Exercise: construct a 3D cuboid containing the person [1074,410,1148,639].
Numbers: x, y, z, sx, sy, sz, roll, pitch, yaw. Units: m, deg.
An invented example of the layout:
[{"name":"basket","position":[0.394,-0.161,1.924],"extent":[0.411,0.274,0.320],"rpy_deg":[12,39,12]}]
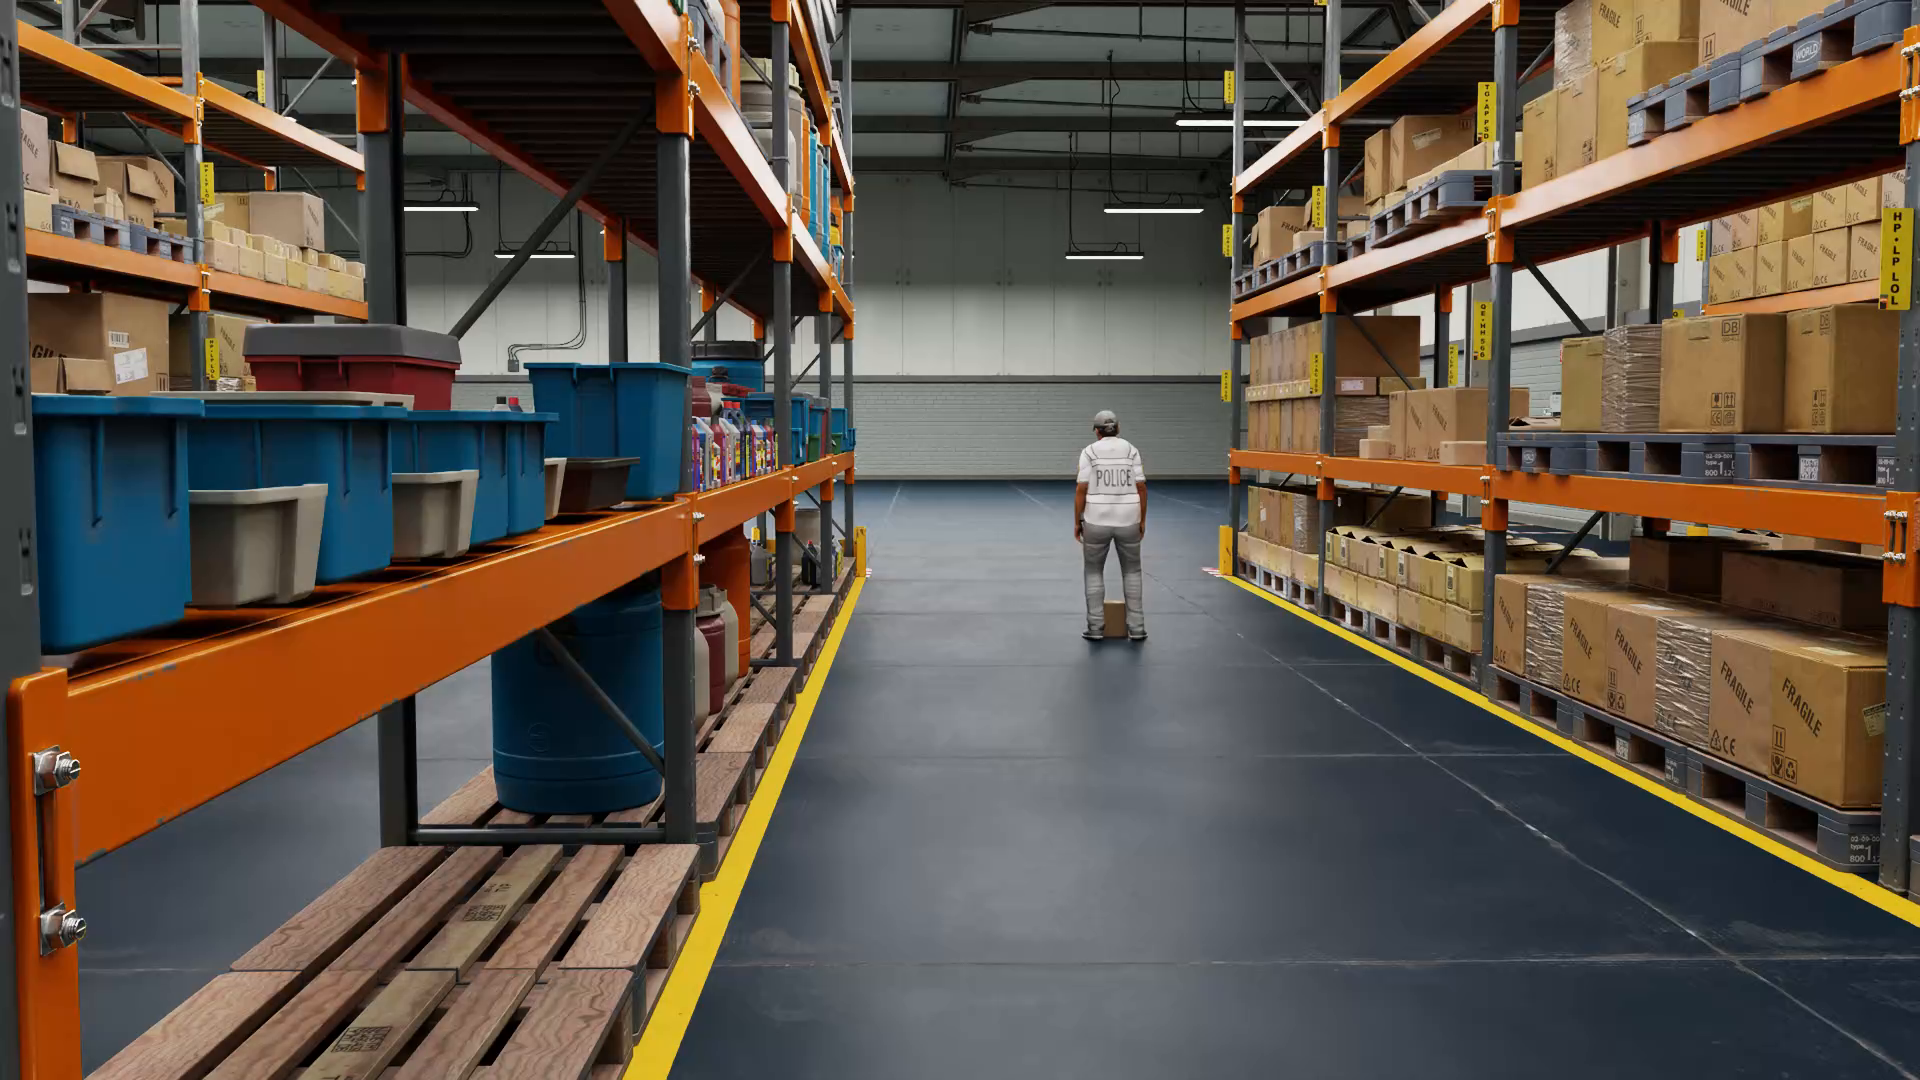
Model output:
[{"name":"person","position":[1.105,-0.111,12.086],"extent":[0.564,1.667,0.465],"rpy_deg":[0,4,-5]}]
